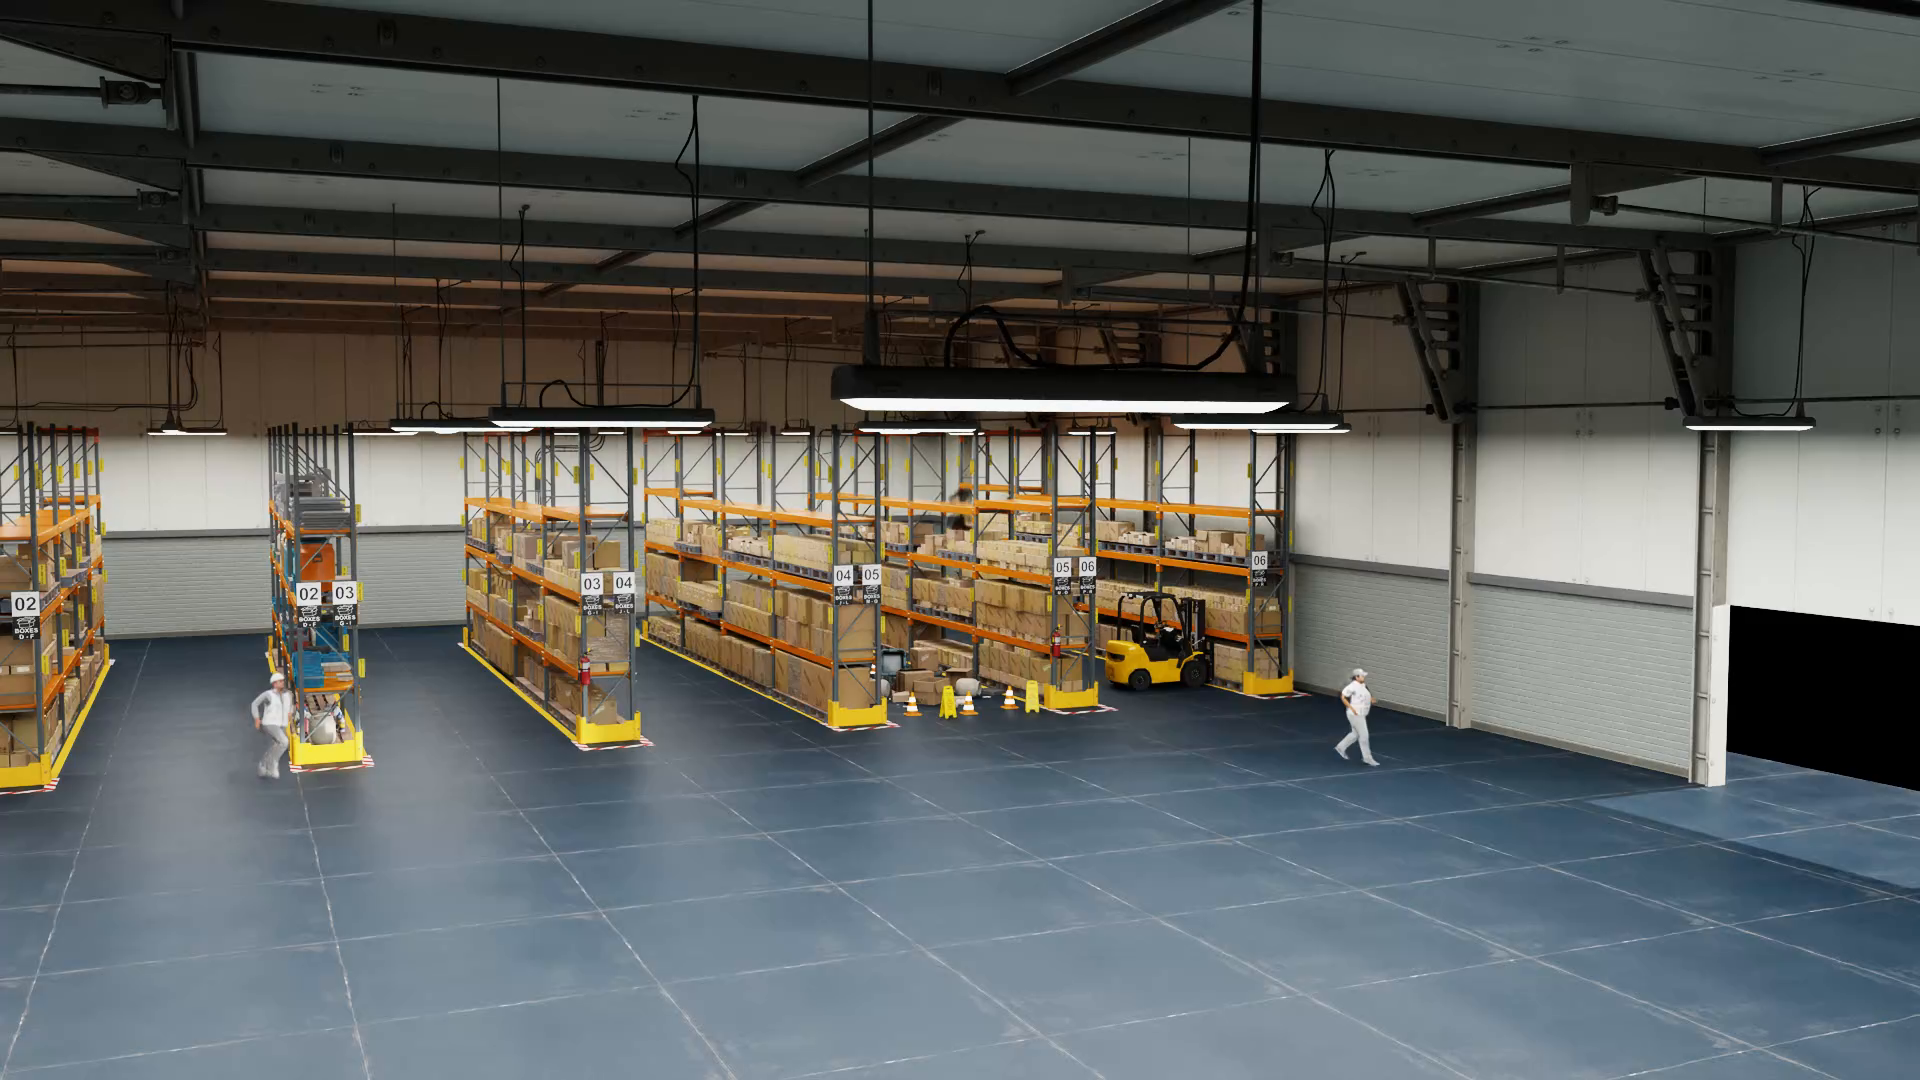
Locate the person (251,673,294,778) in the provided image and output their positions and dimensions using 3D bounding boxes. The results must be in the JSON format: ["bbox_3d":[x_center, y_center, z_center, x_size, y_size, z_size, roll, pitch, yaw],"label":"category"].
[{"bbox_3d":[-11.536,3.120,28.127,0.680,1.711,0.644,2,4,25],"label":"person"}]

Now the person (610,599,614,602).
[{"bbox_3d":[-9.331,2.160,45.296,0.585,1.612,0.615,-1,4,-16],"label":"person"}]

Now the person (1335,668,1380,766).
[{"bbox_3d":[6.986,3.089,29.221,0.850,1.676,0.601,2,4,30],"label":"person"}]
